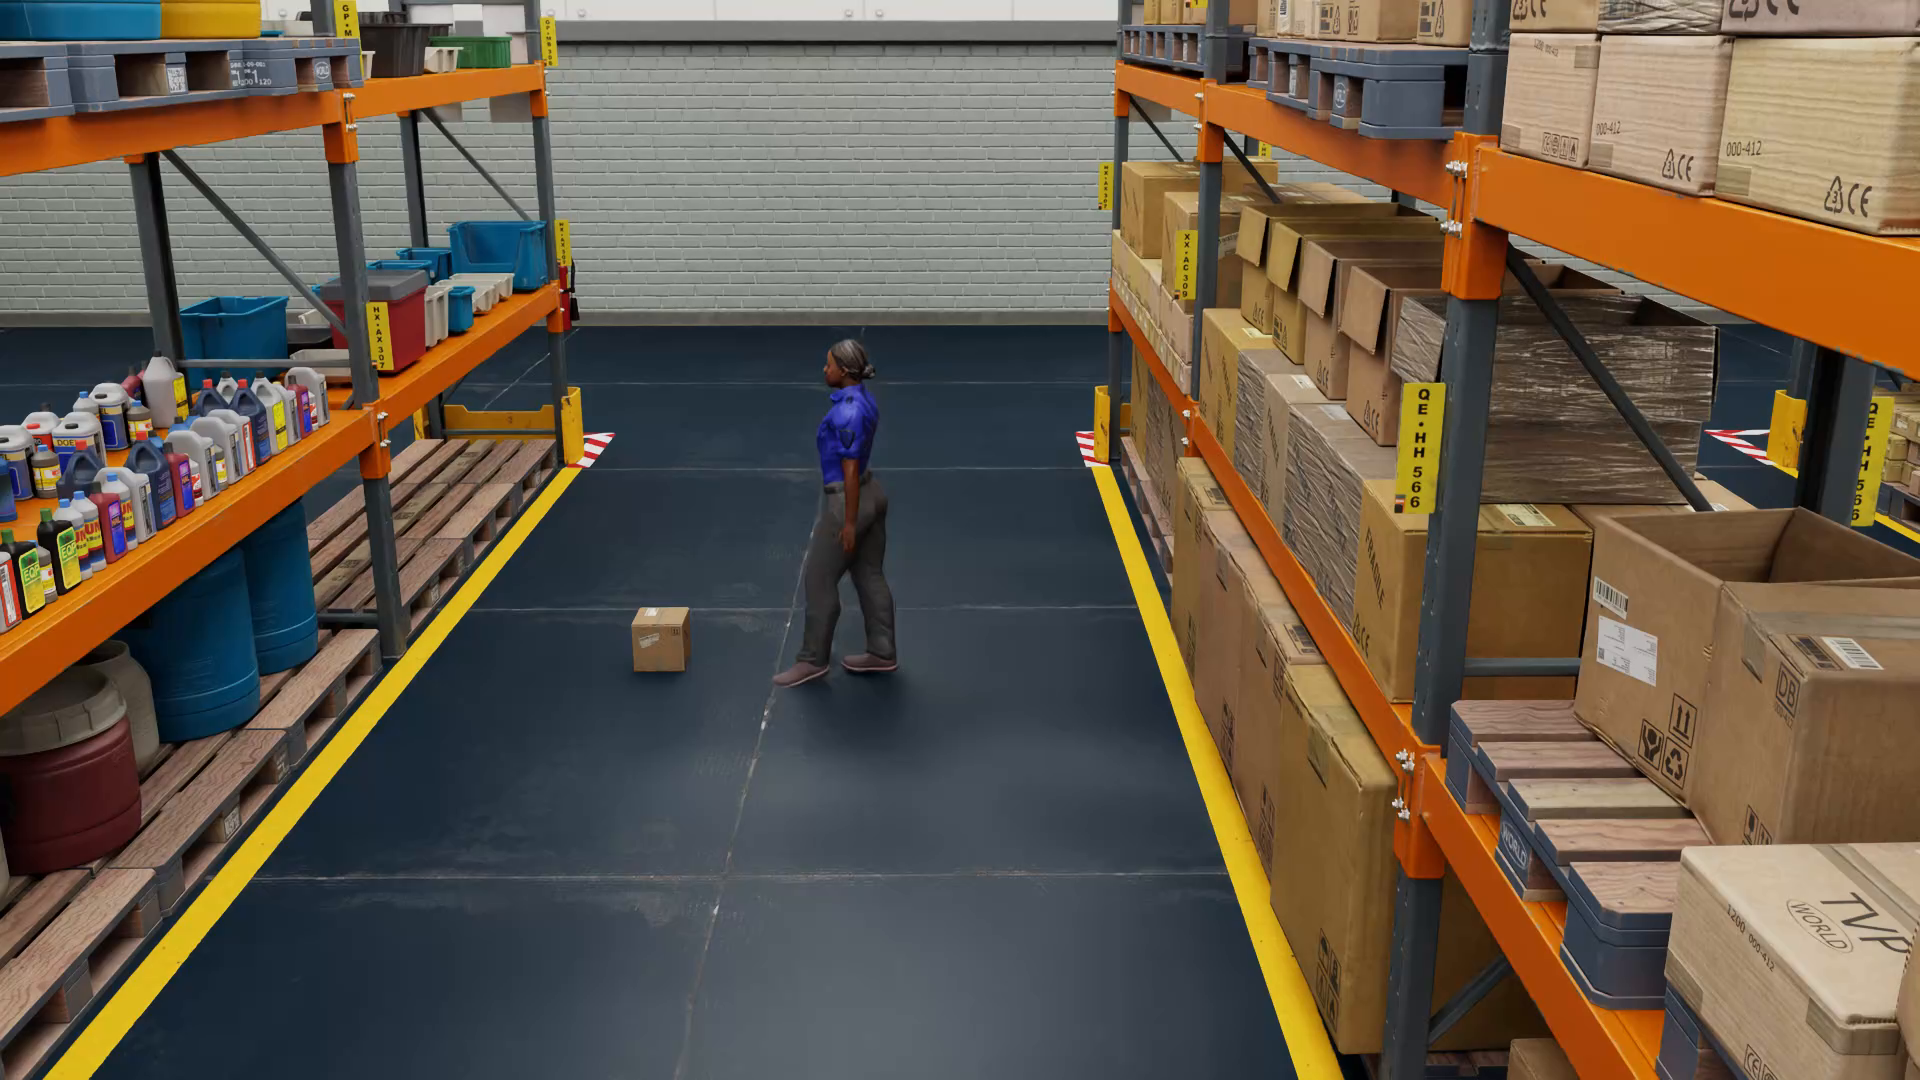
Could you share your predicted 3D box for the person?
[{"bbox_3d":[-0.590,-0.130,7.978,0.576,1.687,0.485,5,18,14],"label":"person"}]
